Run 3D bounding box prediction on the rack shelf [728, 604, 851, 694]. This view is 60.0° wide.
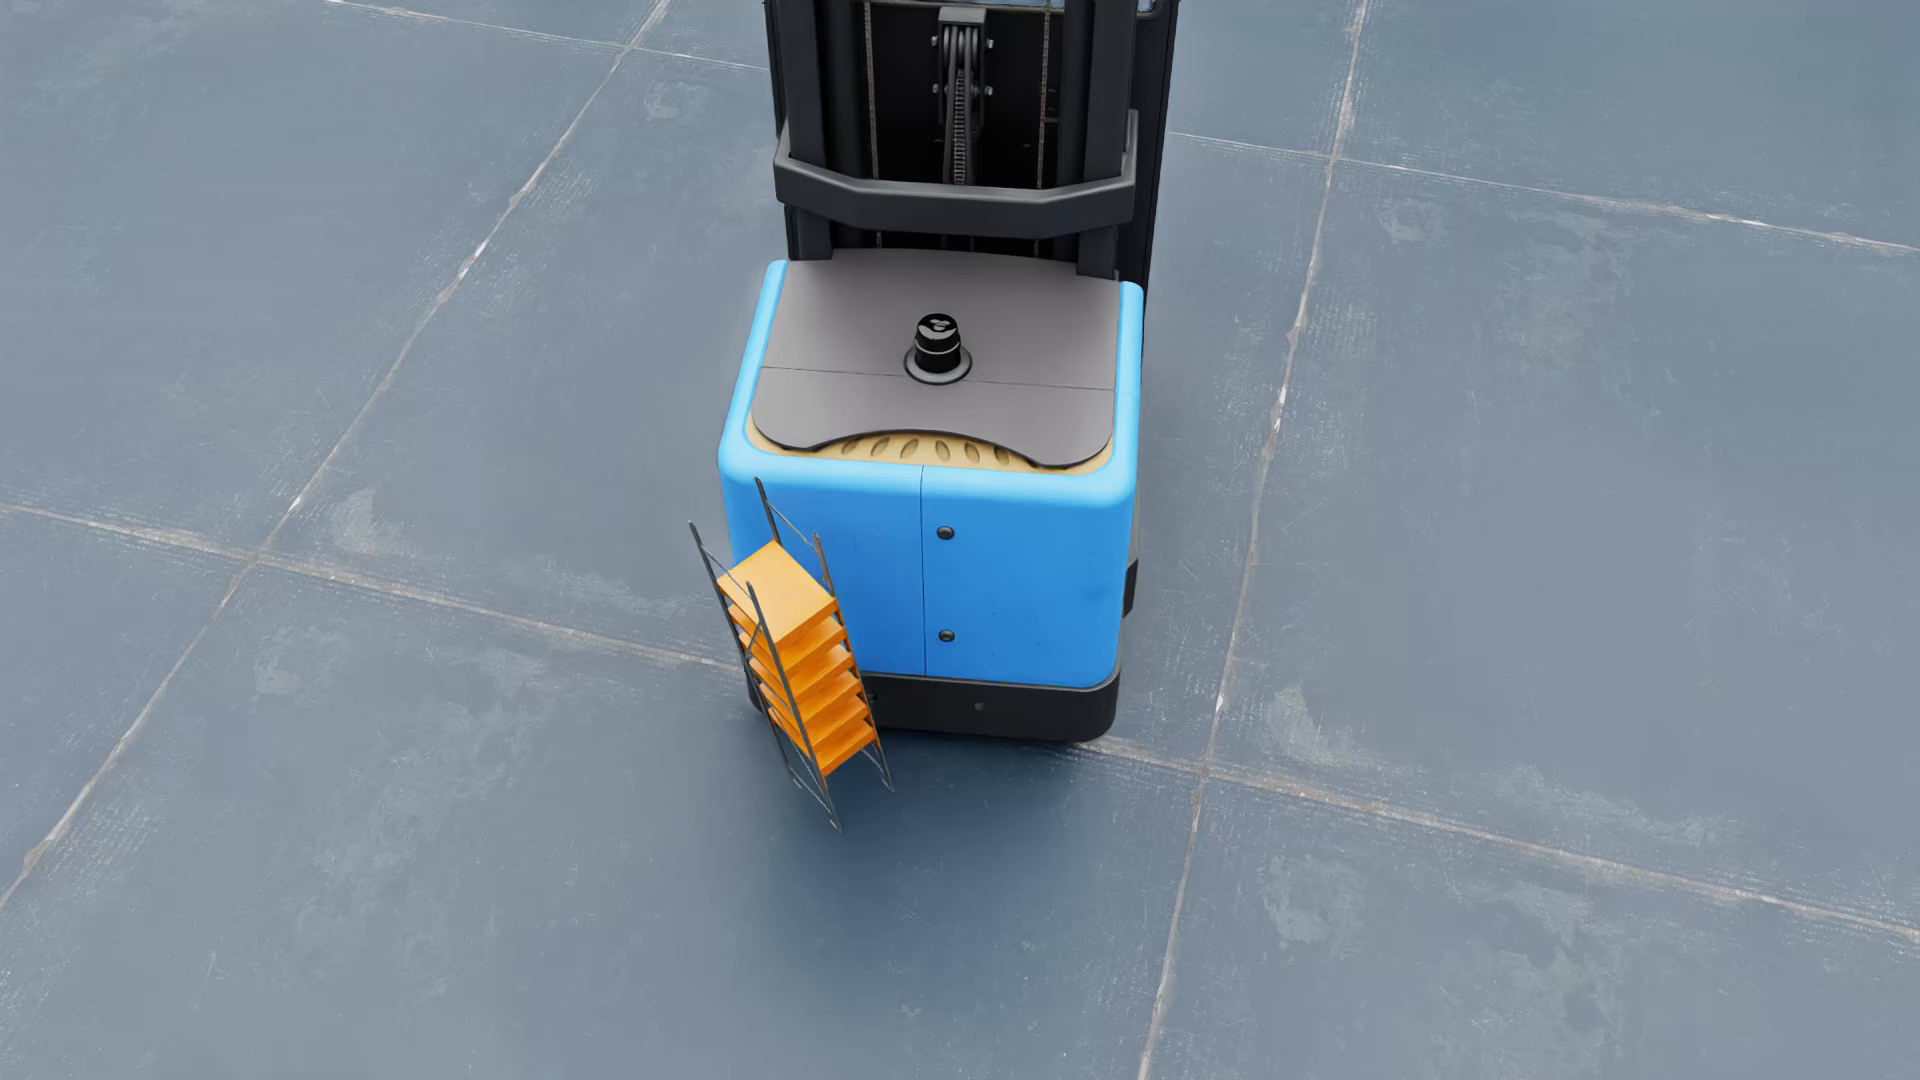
[{"bbox_3d":[-0.414,0.213,3.993,0.180,0.103,0.258,-37,58,-18],"label":"rack shelf"}]

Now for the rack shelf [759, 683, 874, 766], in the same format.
[{"bbox_3d":[-0.375,0.425,4.281,0.180,0.103,0.258,-37,58,-18],"label":"rack shelf"}]

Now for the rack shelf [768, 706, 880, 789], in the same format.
[{"bbox_3d":[-0.362,0.496,4.377,0.180,0.103,0.258,-37,58,-18],"label":"rack shelf"}]

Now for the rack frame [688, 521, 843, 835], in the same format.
[{"bbox_3d":[-0.462,0.380,4.121,0.006,1.200,0.240,-37,58,-18],"label":"rack frame"}]

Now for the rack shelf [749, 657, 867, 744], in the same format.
[{"bbox_3d":[-0.388,0.355,4.185,0.180,0.103,0.258,-37,58,-18],"label":"rack shelf"}]

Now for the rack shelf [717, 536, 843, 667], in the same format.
[{"bbox_3d":[-0.426,0.143,3.896,0.180,0.103,0.258,-37,58,-18],"label":"rack shelf"}]

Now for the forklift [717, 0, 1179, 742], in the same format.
[{"bbox_3d":[0.052,-1.516,4.633,1.130,2.935,3.031,4,49,4],"label":"forklift"}]

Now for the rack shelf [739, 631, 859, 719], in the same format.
[{"bbox_3d":[-0.401,0.284,4.089,0.180,0.103,0.258,-37,58,-18],"label":"rack shelf"}]

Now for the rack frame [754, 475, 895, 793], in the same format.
[{"bbox_3d":[-0.323,0.277,4.178,0.006,1.200,0.240,-37,58,-18],"label":"rack frame"}]

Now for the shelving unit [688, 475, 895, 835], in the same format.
[{"bbox_3d":[-0.393,0.328,4.149,0.189,1.200,0.258,-37,58,-18],"label":"shelving unit"}]
